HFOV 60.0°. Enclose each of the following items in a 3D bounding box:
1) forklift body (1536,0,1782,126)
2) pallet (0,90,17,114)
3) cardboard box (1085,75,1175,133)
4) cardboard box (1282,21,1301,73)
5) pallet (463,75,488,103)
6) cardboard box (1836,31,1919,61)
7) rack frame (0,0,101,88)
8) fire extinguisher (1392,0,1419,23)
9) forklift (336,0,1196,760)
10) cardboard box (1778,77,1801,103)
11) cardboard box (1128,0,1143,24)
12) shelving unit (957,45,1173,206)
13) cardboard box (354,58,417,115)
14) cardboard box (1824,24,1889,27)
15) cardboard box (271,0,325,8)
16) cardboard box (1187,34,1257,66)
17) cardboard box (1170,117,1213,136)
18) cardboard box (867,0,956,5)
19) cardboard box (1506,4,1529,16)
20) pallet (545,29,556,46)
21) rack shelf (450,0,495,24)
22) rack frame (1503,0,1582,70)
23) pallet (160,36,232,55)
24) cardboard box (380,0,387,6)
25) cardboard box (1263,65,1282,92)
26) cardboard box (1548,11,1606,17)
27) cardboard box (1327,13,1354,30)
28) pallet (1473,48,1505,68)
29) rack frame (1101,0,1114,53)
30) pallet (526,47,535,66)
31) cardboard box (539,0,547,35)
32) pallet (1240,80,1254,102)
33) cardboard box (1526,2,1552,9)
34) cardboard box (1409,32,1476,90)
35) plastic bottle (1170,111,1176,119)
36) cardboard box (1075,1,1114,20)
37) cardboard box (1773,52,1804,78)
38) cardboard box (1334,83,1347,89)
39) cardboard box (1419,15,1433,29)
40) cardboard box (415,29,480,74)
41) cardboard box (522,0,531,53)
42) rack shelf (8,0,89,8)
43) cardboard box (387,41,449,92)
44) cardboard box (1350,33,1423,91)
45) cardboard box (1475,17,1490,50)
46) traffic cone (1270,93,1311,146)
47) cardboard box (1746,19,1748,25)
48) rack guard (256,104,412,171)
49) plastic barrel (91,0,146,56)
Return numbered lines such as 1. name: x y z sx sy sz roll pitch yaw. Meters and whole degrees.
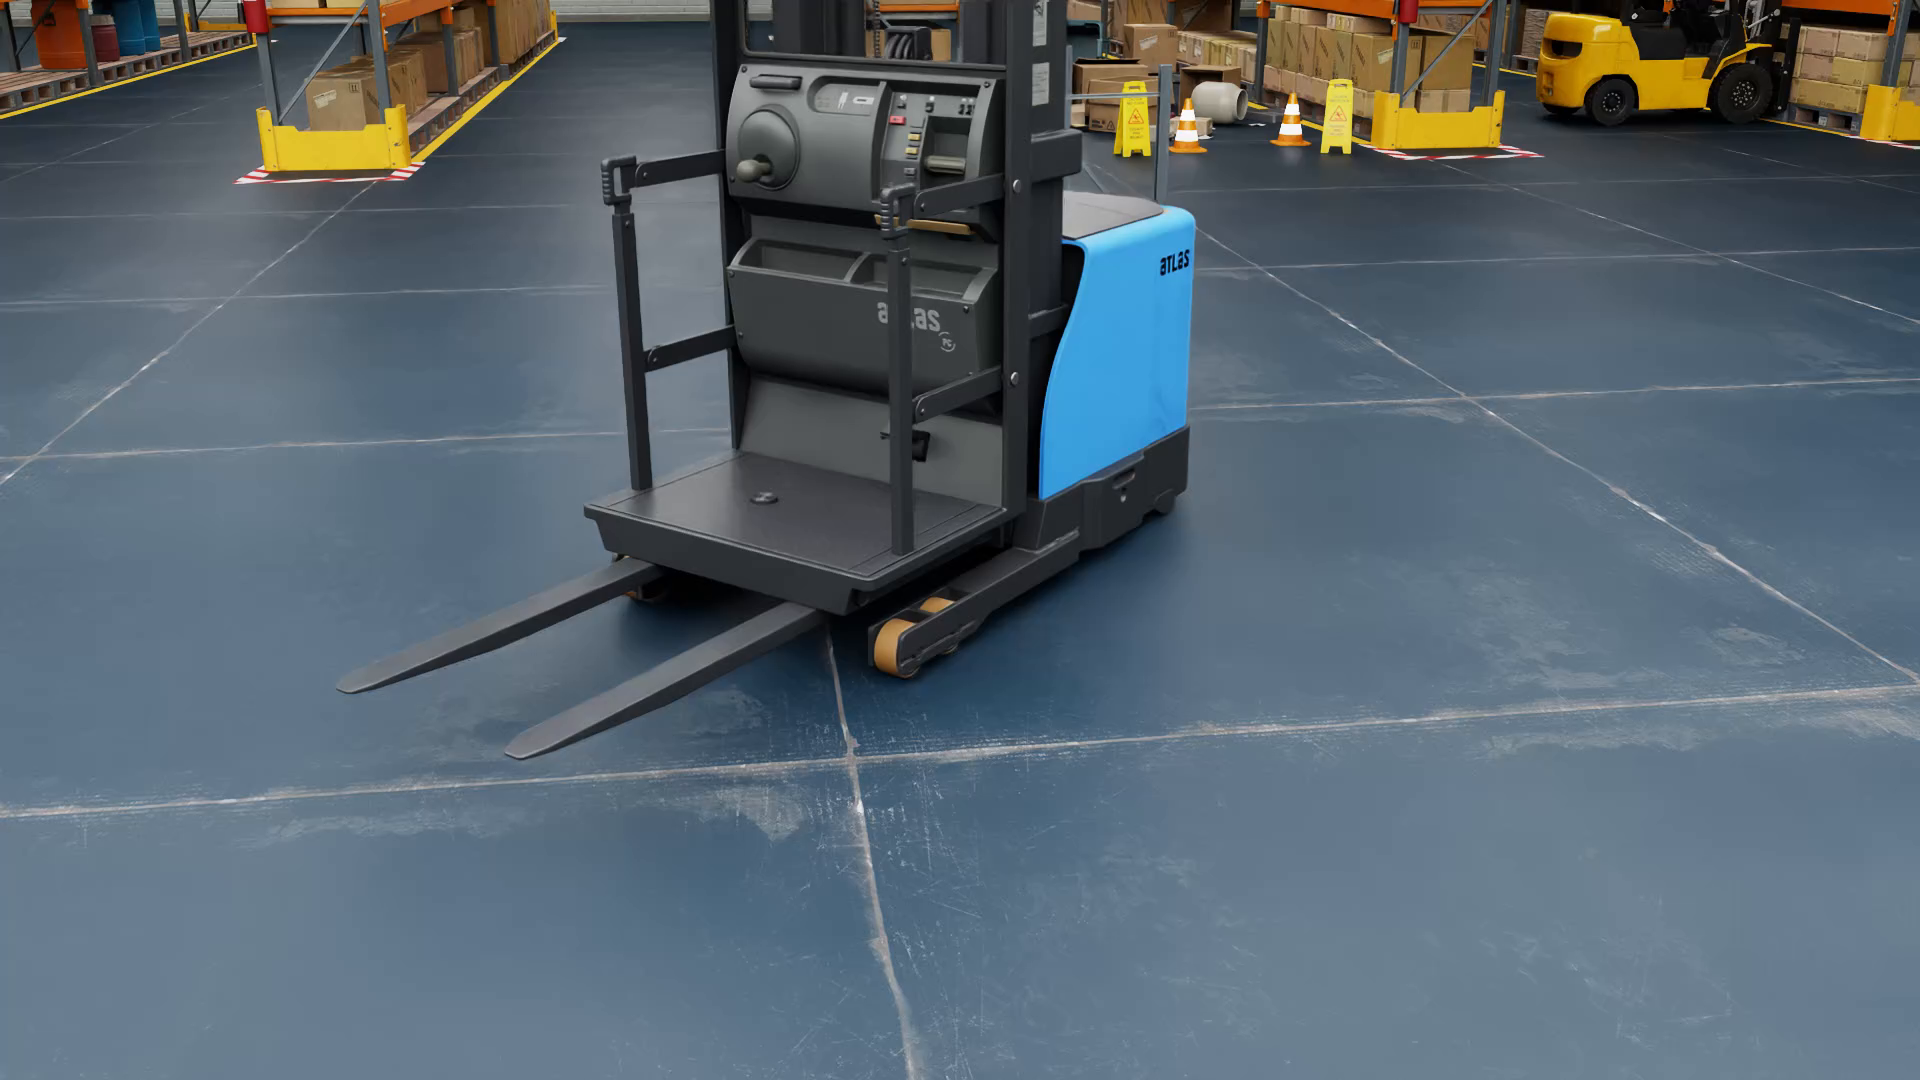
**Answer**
1. forklift body: 7.310 -5.506 17.383 2.313 2.155 1.214 -3 21 -8
2. pallet: -10.959 -4.686 17.961 1.003 0.211 1.213 -3 21 -8
3. cardboard box: 1.719 -4.398 16.773 0.637 0.503 0.797 17 27 39
4. cardboard box: 3.807 -5.329 17.956 0.500 0.500 0.500 -2 21 -6
5. pallet: -6.199 -5.359 19.762 1.003 0.211 1.213 -3 21 -8
6. cardboard box: 9.013 -4.860 16.341 0.500 0.250 0.500 -2 21 -6
7. rack frame: -11.384 -7.107 20.459 1.000 3.000 0.127 -3 21 -8
8. fire extinguisher: 4.037 -4.988 14.895 0.296 0.674 0.183 -3 21 -8
9. forklift: -0.420 -1.174 4.671 1.130 2.935 3.031 13 24 32
10. cardboard box: 8.882 -4.741 17.451 0.500 0.250 0.500 -3 21 -7
11. cardboard box: 3.054 -7.920 25.072 0.875 0.875 0.875 -2 21 -6
12. shelving unit: 0.383 -1.183 6.741 0.538 1.500 1.048 -6 21 -16
13. cardboard box: -5.631 -4.449 16.312 0.500 0.500 0.500 -5 21 -13
14. cardboard box: 9.369 -5.238 17.355 0.500 0.250 0.500 -3 21 -8
15. cardboard box: -5.575 -4.558 13.992 0.380 0.149 0.250 -3 21 -8
16. cardboard box: 3.510 -6.372 21.644 0.950 0.372 0.625 -3 21 -9
17. cardboard box: 2.289 -4.103 16.490 0.380 0.149 0.250 8 22 20
18. cardboard box: -0.505 -4.999 14.599 0.875 0.550 0.550 -3 21 -8
19. cardboard box: 7.913 -7.597 23.813 0.380 0.149 0.250 -4 21 -10
20. pallet: -7.443 -8.548 28.301 1.003 0.211 1.213 -3 21 -8
21. rack shelf: -6.194 -6.328 19.399 1.077 0.370 4.000 -3 21 -8
22. rack frame: 8.235 -8.109 23.139 1.000 3.000 0.127 -3 21 -8
23. pallet: -12.284 -7.862 26.464 1.003 0.211 1.213 -3 21 -8
24. cardboard box: -5.152 -4.668 14.286 0.380 0.149 0.250 -3 21 -8
25. cardboard box: 3.718 -5.163 18.582 0.500 0.250 0.500 -4 21 -10
26. cardboard box: 8.413 -6.751 22.297 0.875 0.625 0.625 -2 21 -6
27. cardboard box: 3.915 -5.217 16.729 0.380 0.149 0.250 -2 21 -5
28. pallet: 8.165 -7.063 24.325 1.003 0.211 1.213 -3 21 -8
29. rack frame: 2.747 -9.242 26.174 1.000 3.000 0.127 -3 21 -8
30. pallet: -6.874 -7.173 24.618 1.003 0.211 1.213 -3 21 -8
31. cardboard box: -7.333 -8.796 27.416 0.875 0.875 0.875 -3 21 -8
32. pallet: 3.787 -5.435 19.967 1.003 0.211 1.213 -3 21 -8
33. cardboard box: 8.457 -7.728 24.165 0.380 0.149 0.250 -2 21 -6
34. cardboard box: 4.630 -4.649 16.133 0.500 0.500 0.500 -4 21 -10
35. plastic bottle: 2.231 -4.554 17.822 0.133 0.061 0.283 1 20 2
36. cardboard box: 2.505 -9.083 28.811 0.875 0.438 0.875 -2 21 -6
37. cardboard box: 8.852 -4.986 17.395 0.500 0.250 0.500 -3 21 -9
38. cardboard box: 4.027 -4.442 16.652 0.500 0.250 0.500 -3 21 -8
39. cardboard box: 7.592 -8.157 26.240 0.500 0.500 0.500 -3 21 -8
40. cardboard box: -6.274 -5.970 20.357 0.700 0.500 0.500 -5 21 -12
41. cardboard box: -6.818 -7.414 23.715 1.225 0.875 0.875 -4 21 -10
42. rack shelf: -11.672 -7.463 22.439 1.077 0.370 4.000 -3 21 -8
43. cardboard box: -5.973 -5.221 18.352 0.700 0.500 0.500 -5 21 -12
44. cardboard box: 4.103 -4.611 16.034 0.500 0.500 0.500 -3 21 -7
45. cardboard box: 7.900 -7.444 24.332 0.500 0.500 0.500 -3 21 -9
46. traffic cone: 3.138 -3.983 15.718 0.336 0.463 0.334 -3 21 -8
47. cardboard box: 8.718 -5.568 18.238 0.500 0.250 0.500 -2 21 -6
48. rack guard: -5.340 -3.443 14.219 1.175 0.500 0.348 -3 21 -8
49. plastic barrel: -11.797 -7.272 23.297 0.600 0.901 0.708 -3 21 -8
